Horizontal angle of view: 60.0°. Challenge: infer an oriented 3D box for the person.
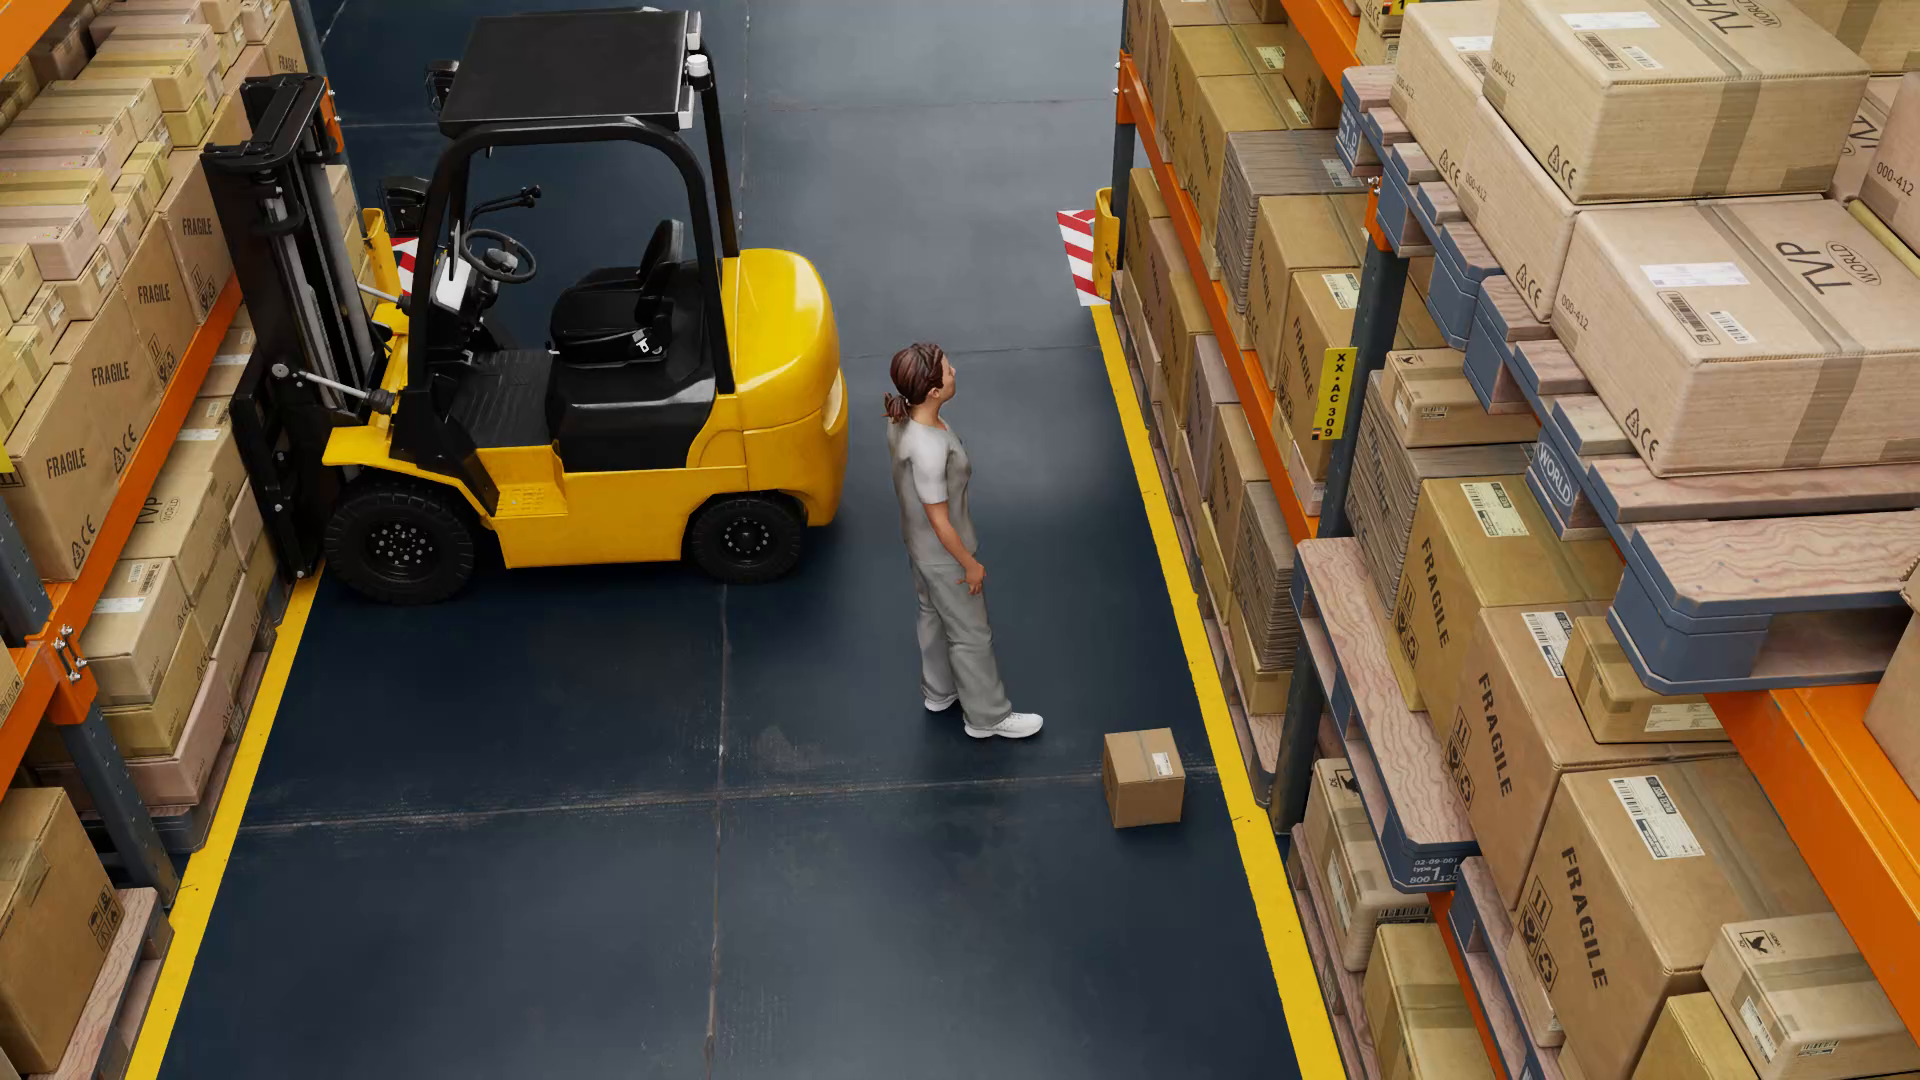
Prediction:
[{"bbox_3d":[-0.003,-0.002,6.143,0.549,1.676,0.549,-11,40,-13],"label":"person"}]
